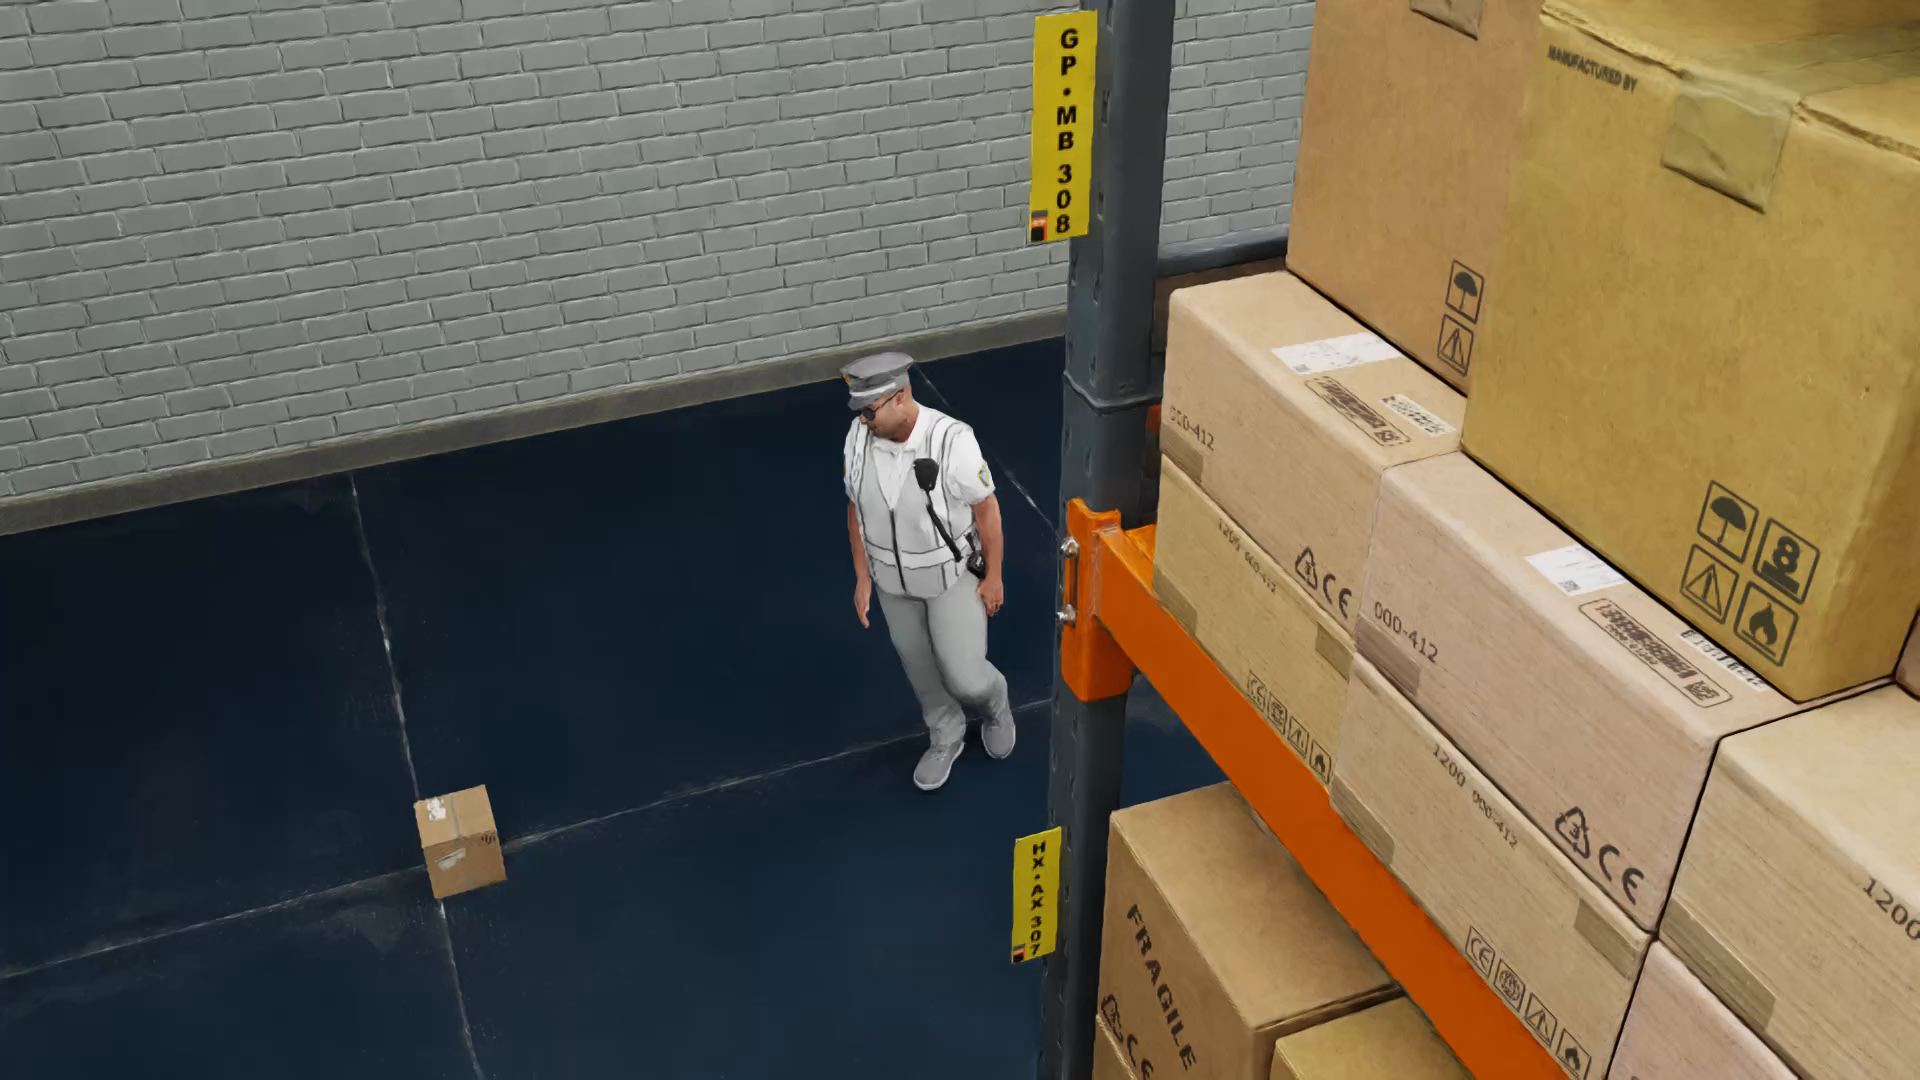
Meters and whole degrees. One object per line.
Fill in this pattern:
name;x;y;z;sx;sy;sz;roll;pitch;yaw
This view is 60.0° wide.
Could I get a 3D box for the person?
person;-0.113;0.102;5.983;0.608;1.728;0.490;12;35;17
